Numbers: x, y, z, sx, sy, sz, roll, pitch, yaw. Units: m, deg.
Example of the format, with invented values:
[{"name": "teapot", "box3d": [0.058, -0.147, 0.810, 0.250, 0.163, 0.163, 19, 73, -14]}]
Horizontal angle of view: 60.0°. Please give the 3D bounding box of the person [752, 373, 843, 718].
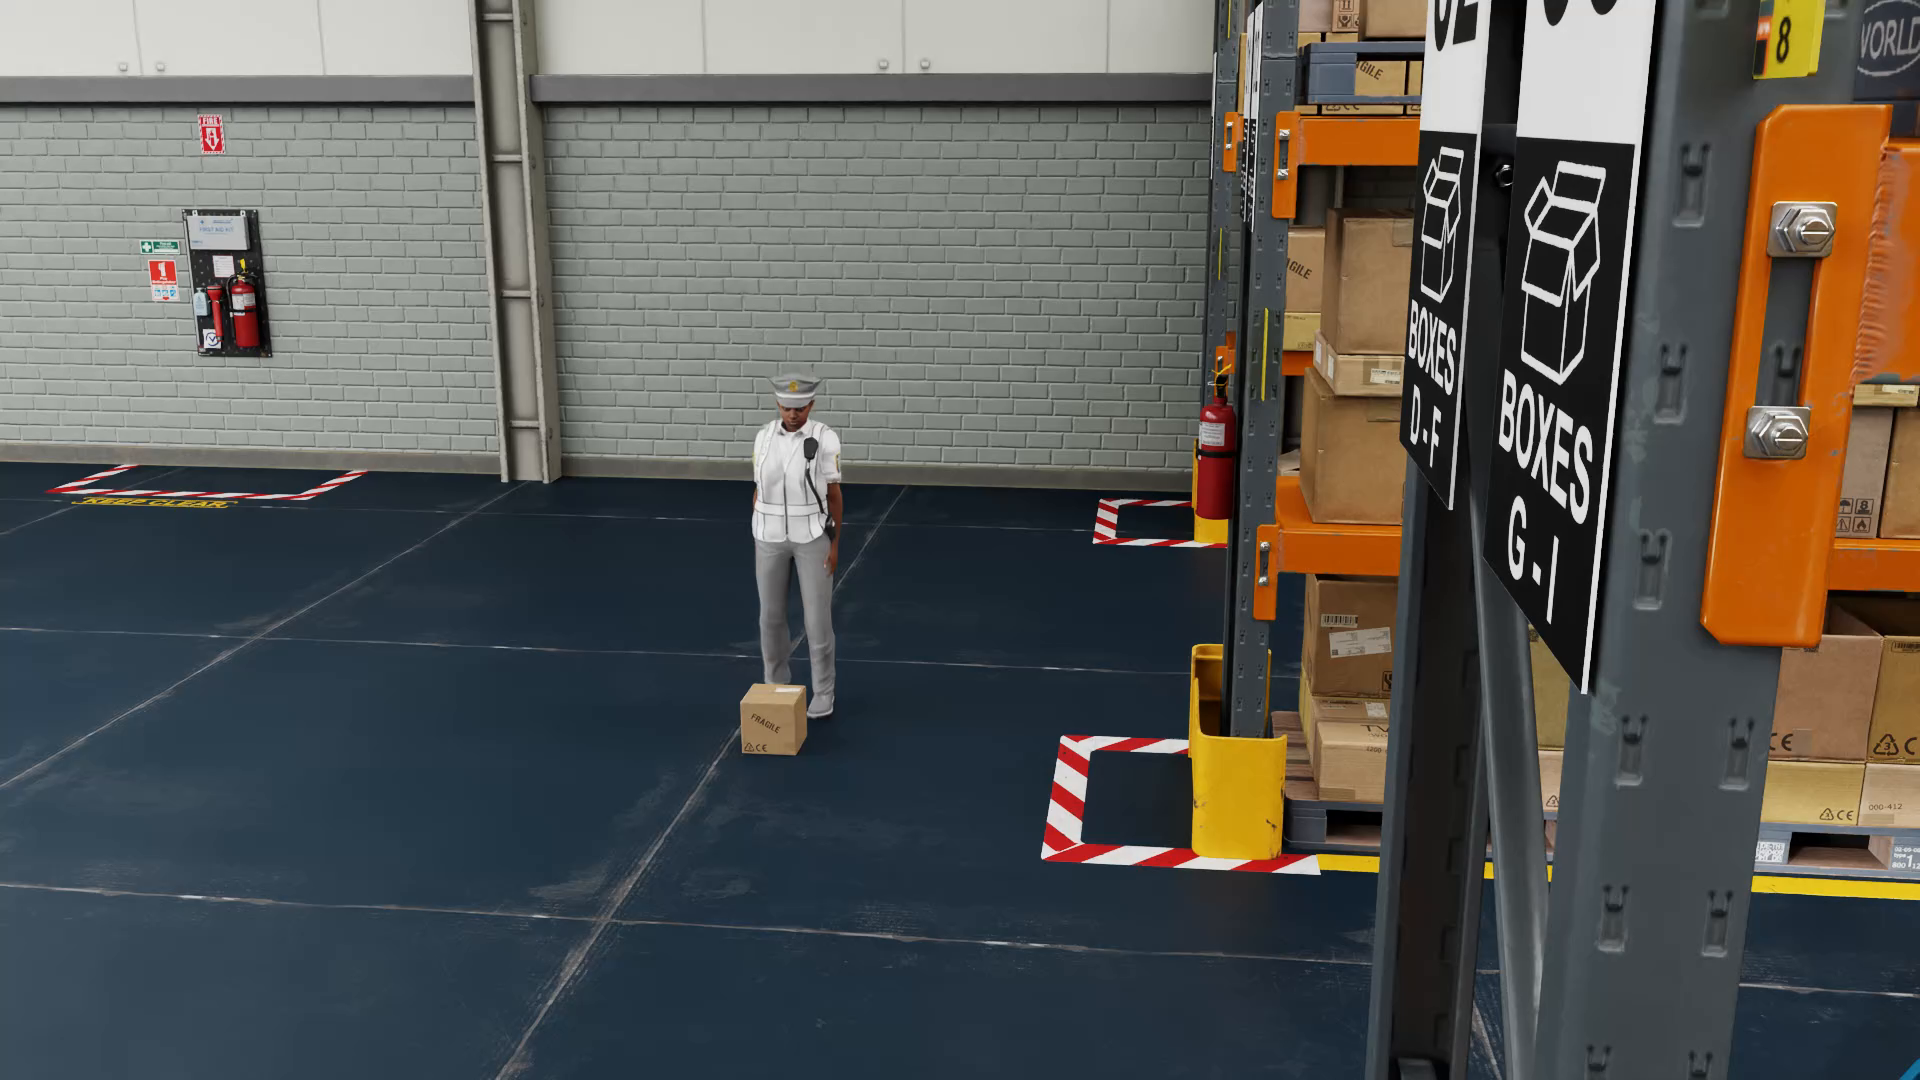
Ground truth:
[{"name": "person", "box3d": [-0.772, 0.026, 7.928, 0.438, 1.658, 0.340, 2, 15, 7]}]
